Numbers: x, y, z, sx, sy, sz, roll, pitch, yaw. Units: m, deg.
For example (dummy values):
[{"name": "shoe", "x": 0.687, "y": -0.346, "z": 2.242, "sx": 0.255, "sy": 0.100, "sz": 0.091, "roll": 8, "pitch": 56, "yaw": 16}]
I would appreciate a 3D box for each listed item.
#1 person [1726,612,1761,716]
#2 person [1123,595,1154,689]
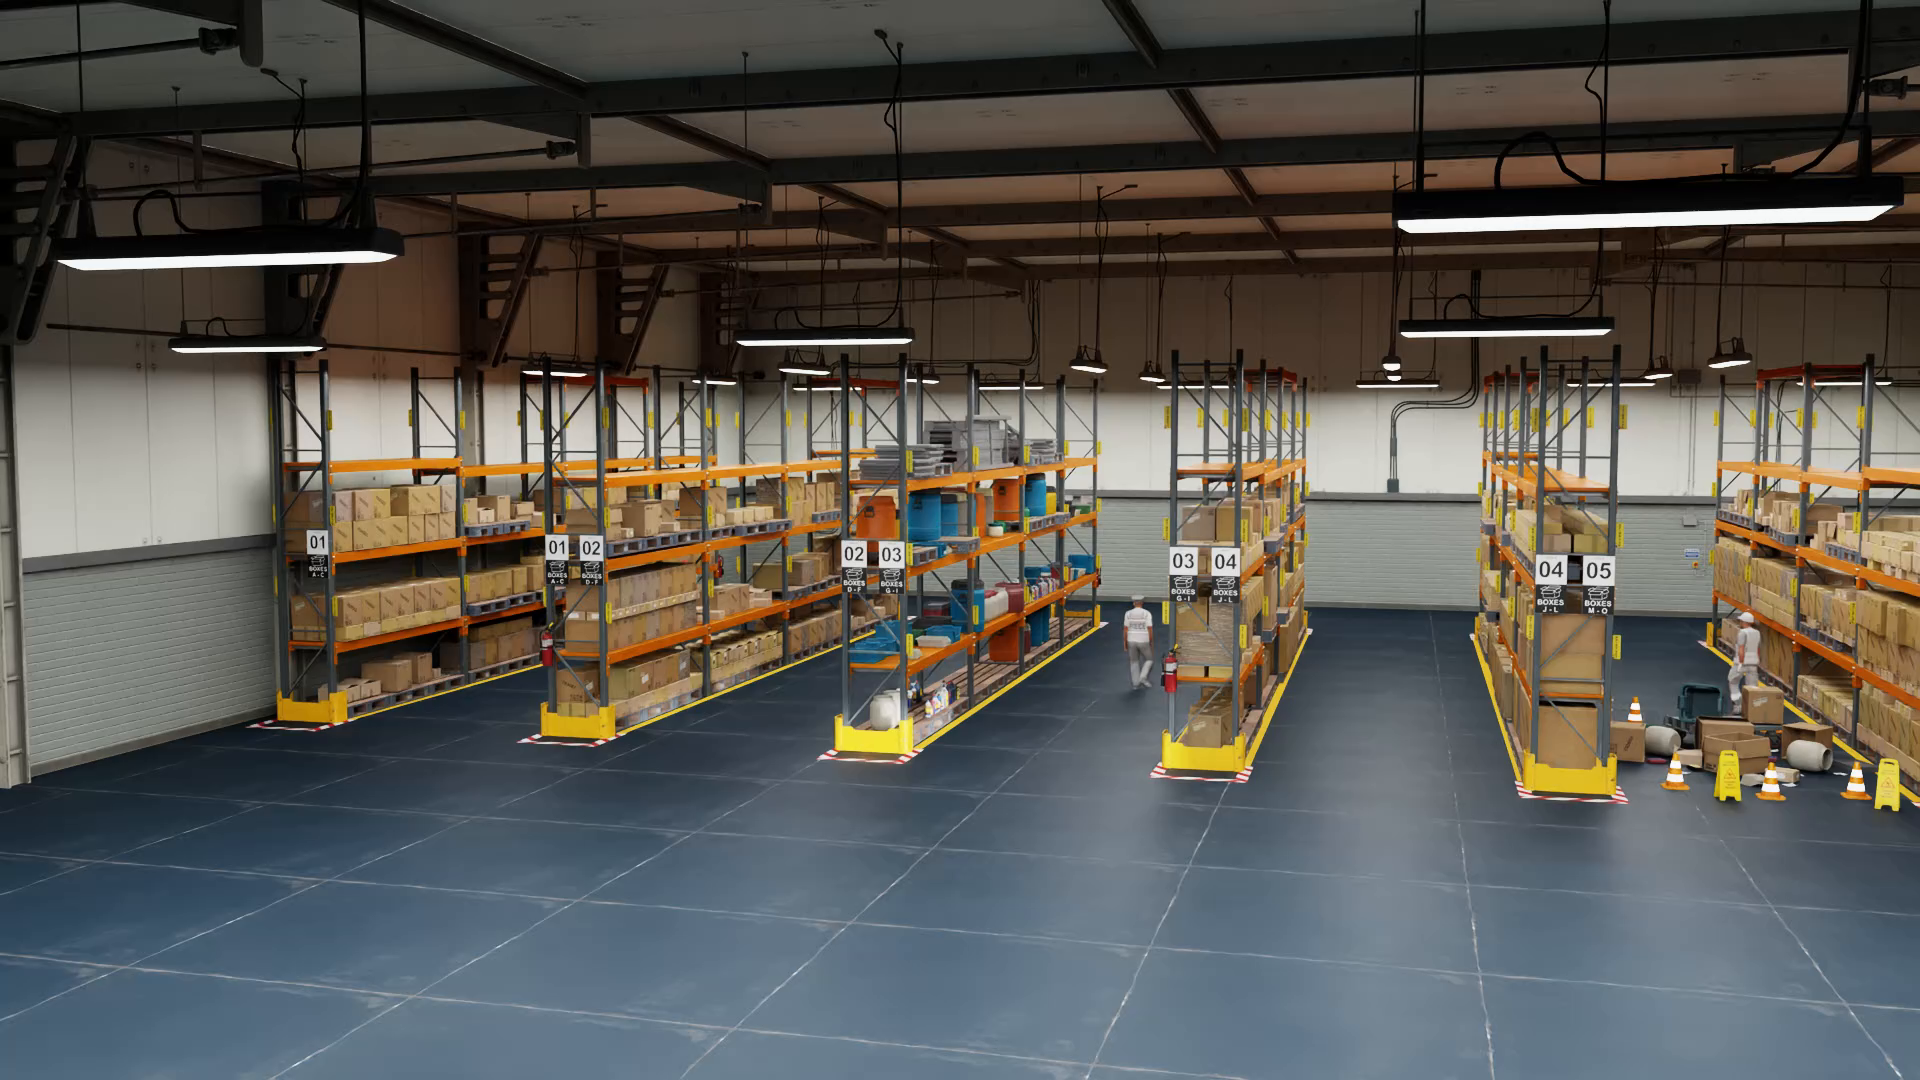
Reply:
[{"name": "person", "x": 13.184, "y": 2.122, "z": 27.806, "sx": 0.509, "sy": 1.807, "sz": 0.542, "roll": 0, "pitch": 4, "yaw": 1}, {"name": "person", "x": 3.324, "y": 1.906, "z": 30.887, "sx": 0.585, "sy": 1.756, "sz": 0.532, "roll": 1, "pitch": 4, "yaw": 16}]
